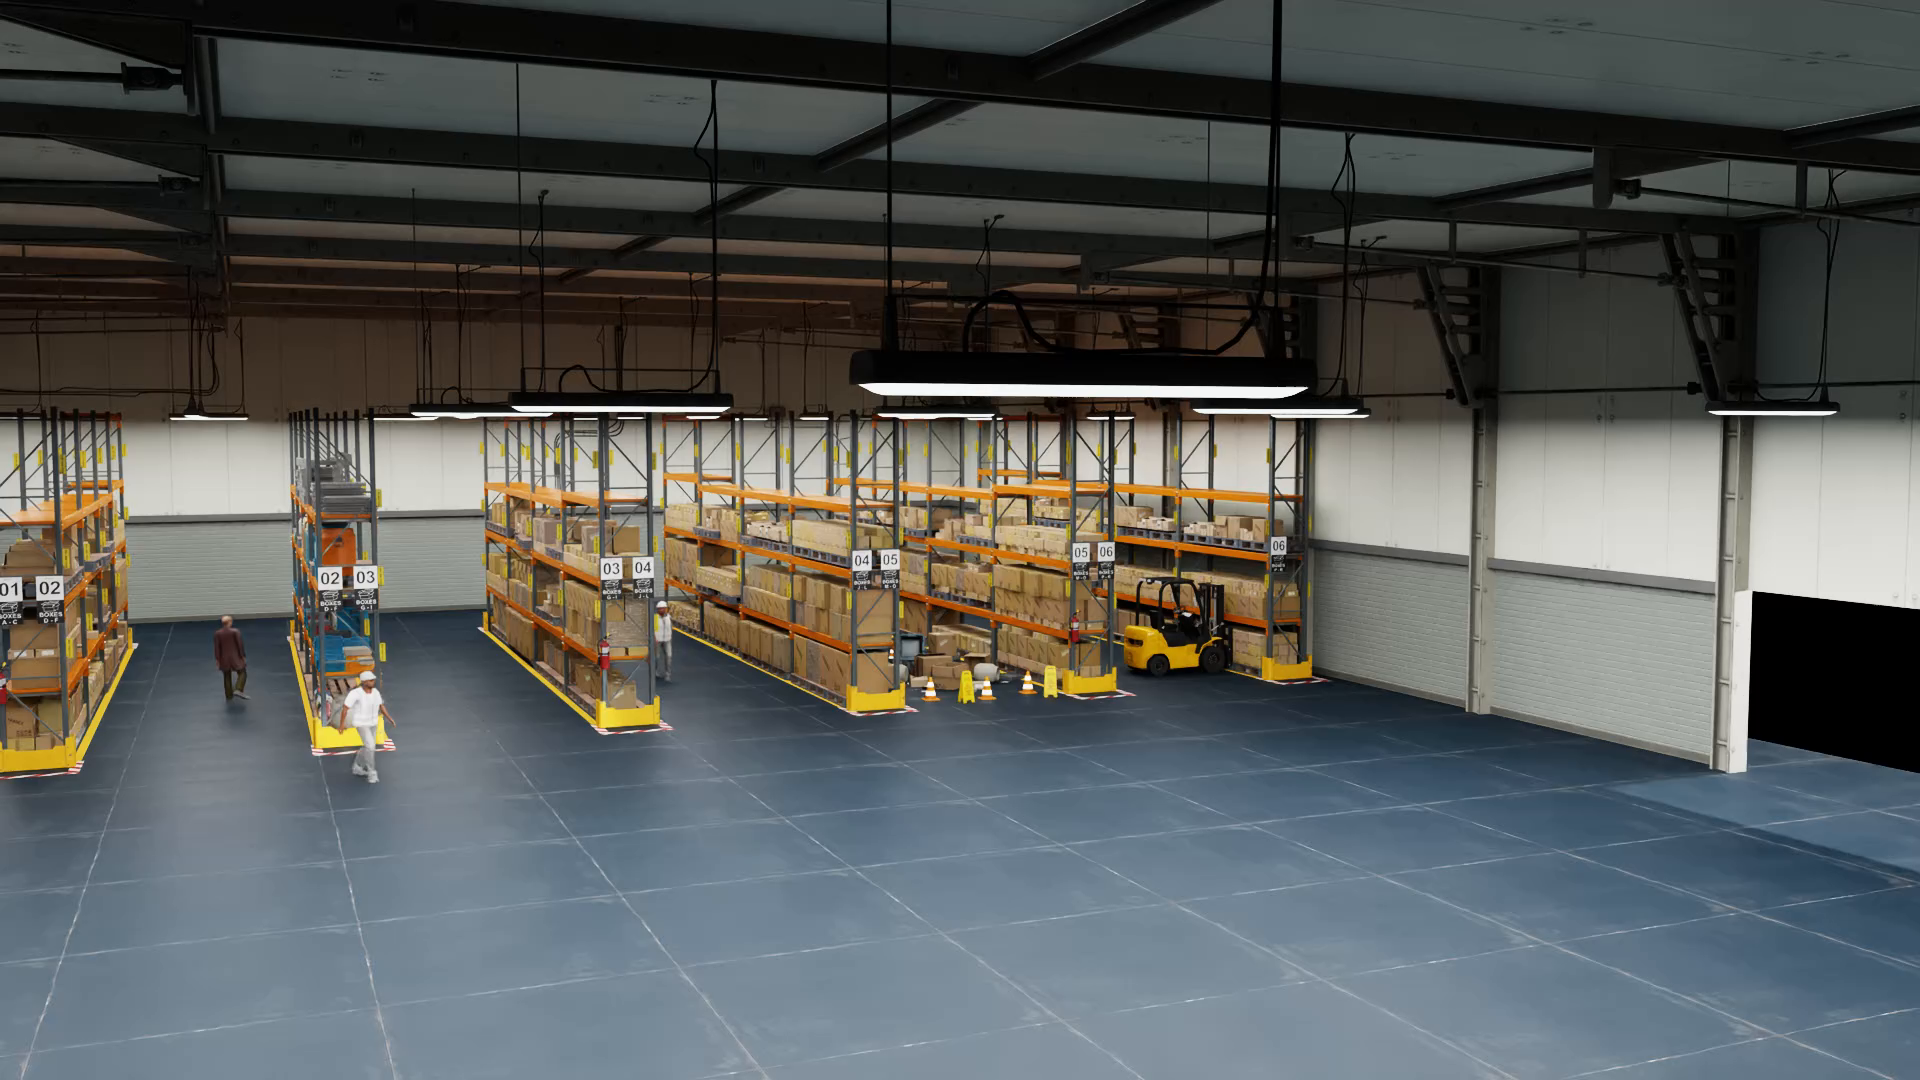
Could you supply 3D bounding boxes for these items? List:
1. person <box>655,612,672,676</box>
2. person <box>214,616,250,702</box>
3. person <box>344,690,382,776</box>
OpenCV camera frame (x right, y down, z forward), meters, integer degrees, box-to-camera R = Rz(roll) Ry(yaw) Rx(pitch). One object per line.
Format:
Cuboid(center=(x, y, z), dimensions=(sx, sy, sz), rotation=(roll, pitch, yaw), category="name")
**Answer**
Cuboid(center=(-6.726, 2.319, 37.355), dimensions=(0.446, 1.467, 0.710), rotation=(-2, 5, -31), category="person")
Cuboid(center=(-14.908, 2.442, 34.037), dimensions=(0.671, 1.772, 0.565), rotation=(-1, 4, -15), category="person")
Cuboid(center=(-9.614, 3.081, 26.897), dimensions=(0.665, 1.387, 0.658), rotation=(2, 4, 22), category="person")
